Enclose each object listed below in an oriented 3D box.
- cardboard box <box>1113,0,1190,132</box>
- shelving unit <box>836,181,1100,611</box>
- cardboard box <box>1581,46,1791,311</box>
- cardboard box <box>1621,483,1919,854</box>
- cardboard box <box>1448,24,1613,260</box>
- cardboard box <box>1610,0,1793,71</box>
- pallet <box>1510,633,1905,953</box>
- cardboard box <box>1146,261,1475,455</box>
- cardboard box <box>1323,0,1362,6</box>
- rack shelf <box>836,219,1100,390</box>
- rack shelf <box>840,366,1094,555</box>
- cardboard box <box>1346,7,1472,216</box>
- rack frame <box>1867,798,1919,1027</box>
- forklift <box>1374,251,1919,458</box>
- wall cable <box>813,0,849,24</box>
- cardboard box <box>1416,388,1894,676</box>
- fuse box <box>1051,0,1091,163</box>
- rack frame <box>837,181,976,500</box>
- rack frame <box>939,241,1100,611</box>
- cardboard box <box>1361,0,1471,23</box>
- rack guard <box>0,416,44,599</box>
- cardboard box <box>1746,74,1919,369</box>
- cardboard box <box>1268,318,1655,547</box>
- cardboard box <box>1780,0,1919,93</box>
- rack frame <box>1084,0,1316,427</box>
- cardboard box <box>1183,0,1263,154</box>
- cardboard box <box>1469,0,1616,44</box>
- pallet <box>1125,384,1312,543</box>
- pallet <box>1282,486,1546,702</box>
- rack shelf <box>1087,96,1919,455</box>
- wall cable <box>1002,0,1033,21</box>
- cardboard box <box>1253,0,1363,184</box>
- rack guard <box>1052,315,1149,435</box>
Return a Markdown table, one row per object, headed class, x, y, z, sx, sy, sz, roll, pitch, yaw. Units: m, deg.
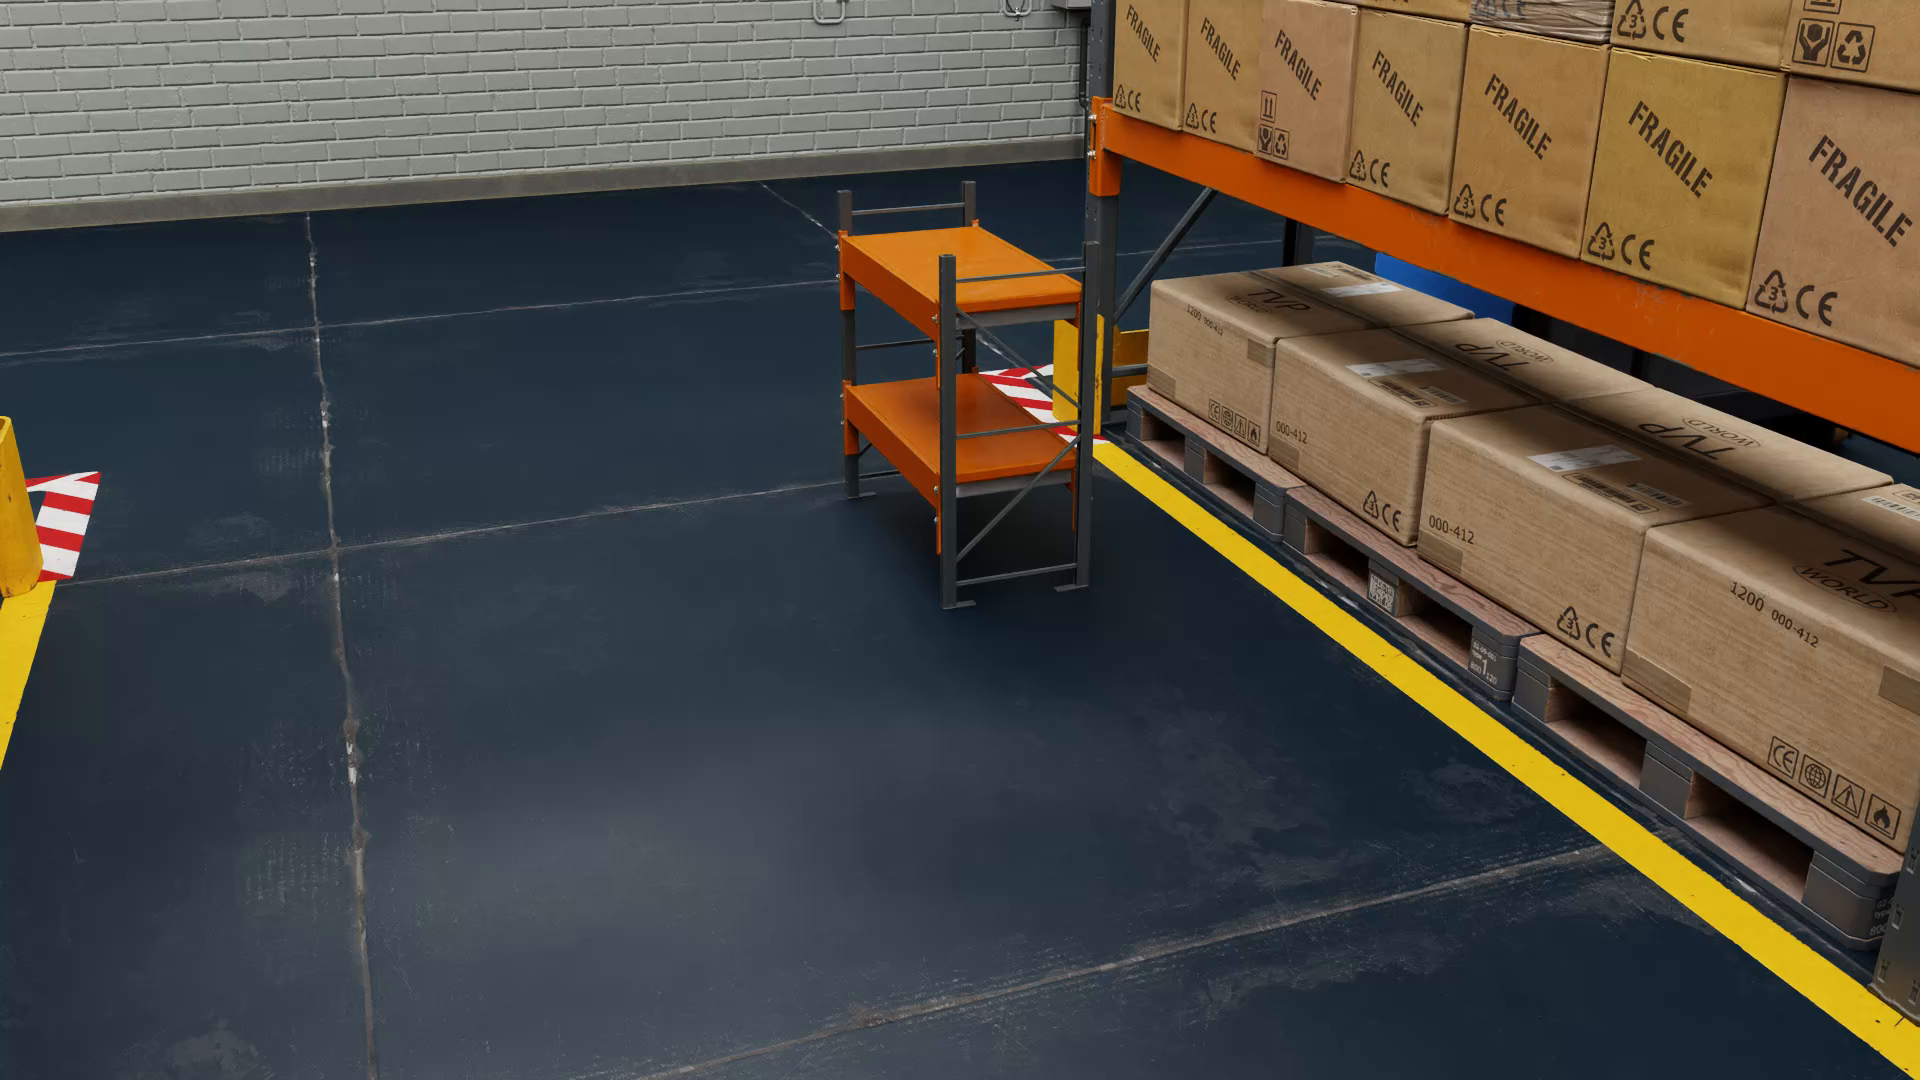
| class | x | y | z | sx | sy | sz | roll | pitch | yaw |
| --- | --- | --- | --- | --- | --- | --- | --- | --- | --- |
| cardboard box | 0.886 | -1.766 | 5.948 | 0.500 | 0.500 | 0.500 | -9 | 24 | -19 |
| shelving unit | -0.002 | -0.521 | 5.537 | 0.538 | 1.125 | 1.048 | -8 | 24 | -19 |
| cardboard box | 1.809 | -0.846 | 3.766 | 0.500 | 0.500 | 0.500 | -9 | 24 | -20 |
| cardboard box | 2.277 | 0.264 | 4.019 | 0.875 | 0.438 | 0.875 | -9 | 24 | -20 |
| cardboard box | 1.617 | -1.026 | 4.194 | 0.500 | 0.500 | 0.500 | -9 | 24 | -20 |
| cardboard box | 1.802 | -1.306 | 3.570 | 0.500 | 0.500 | 0.500 | -9 | 24 | -20 |
| pallet | 2.203 | 0.518 | 4.249 | 1.003 | 0.211 | 1.213 | -8 | 24 | -19 |
| cardboard box | 1.312 | -0.720 | 6.355 | 0.875 | 0.438 | 0.875 | -9 | 25 | -21 |
| cardboard box | 1.267 | -1.854 | 4.870 | 0.500 | 0.500 | 0.500 | -9 | 24 | -19 |
| rack shelf | -0.002 | -0.791 | 5.424 | 0.538 | 0.278 | 1.000 | -8 | 24 | -19 |
| rack shelf | -0.002 | -0.295 | 5.632 | 0.538 | 0.278 | 1.000 | -8 | 24 | -19 |
| cardboard box | 1.447 | -1.219 | 4.650 | 0.500 | 0.500 | 0.500 | -8 | 24 | -17 |
| rack frame | 2.399 | -0.480 | 3.027 | 1.000 | 3.000 | 0.127 | -8 | 24 | -19 |
| forklift | 2.896 | -1.769 | 6.172 | 1.130 | 2.935 | 3.031 | -8 | 24 | -19 |
| wall cable | -1.028 | -4.462 | 11.125 | 0.585 | 1.953 | 0.123 | -8 | 24 | -19 |
| cardboard box | 1.960 | -0.061 | 4.790 | 0.875 | 0.438 | 0.875 | -9 | 25 | -21 |
| fuse box | 0.988 | -3.620 | 12.137 | 0.539 | 1.711 | 0.414 | -8 | 24 | -19 |
| rack frame | -0.182 | -0.705 | 5.976 | 0.500 | 1.125 | 0.032 | -8 | 24 | -19 |
| rack frame | 0.177 | -0.336 | 5.099 | 0.500 | 1.125 | 0.032 | -8 | 24 | -19 |
| cardboard box | 1.444 | -1.673 | 4.441 | 0.500 | 0.500 | 0.500 | -8 | 24 | -19 |
| rack guard | -3.583 | -0.038 | 5.196 | 1.175 | 0.500 | 0.348 | -8 | 24 | -19 |
| cardboard box | 1.996 | -0.659 | 3.324 | 0.500 | 0.500 | 0.500 | -8 | 24 | -19 |
| cardboard box | 1.643 | -0.389 | 5.568 | 0.875 | 0.438 | 0.875 | -8 | 24 | -18 |
| cardboard box | 1.974 | -1.120 | 3.130 | 0.500 | 0.500 | 0.500 | -9 | 24 | -19 |
| rack frame | 0.986 | -1.933 | 6.475 | 1.000 | 3.000 | 0.127 | -8 | 24 | -19 |
| cardboard box | 1.091 | -1.586 | 5.521 | 0.500 | 0.500 | 0.500 | -9 | 24 | -20 |
| cardboard box | 1.613 | -1.489 | 4.006 | 0.500 | 0.500 | 0.500 | -8 | 24 | -18 |
| pallet | 1.341 | -0.369 | 6.353 | 1.003 | 0.211 | 1.213 | -8 | 24 | -19 |
| pallet | 1.768 | 0.074 | 5.303 | 1.003 | 0.211 | 1.213 | -8 | 24 | -19 |
| rack shelf | 1.692 | -0.875 | 4.890 | 1.077 | 0.370 | 4.000 | -8 | 24 | -19 |
| wall cable | 0.294 | -4.646 | 11.603 | 0.588 | 1.984 | 0.122 | -8 | 24 | -19 |
| cardboard box | 1.254 | -1.398 | 5.077 | 0.500 | 0.500 | 0.500 | -8 | 24 | -19 |
| rack guard | 0.977 | -0.790 | 6.981 | 1.175 | 0.500 | 0.348 | -8 | 24 | -19 |
